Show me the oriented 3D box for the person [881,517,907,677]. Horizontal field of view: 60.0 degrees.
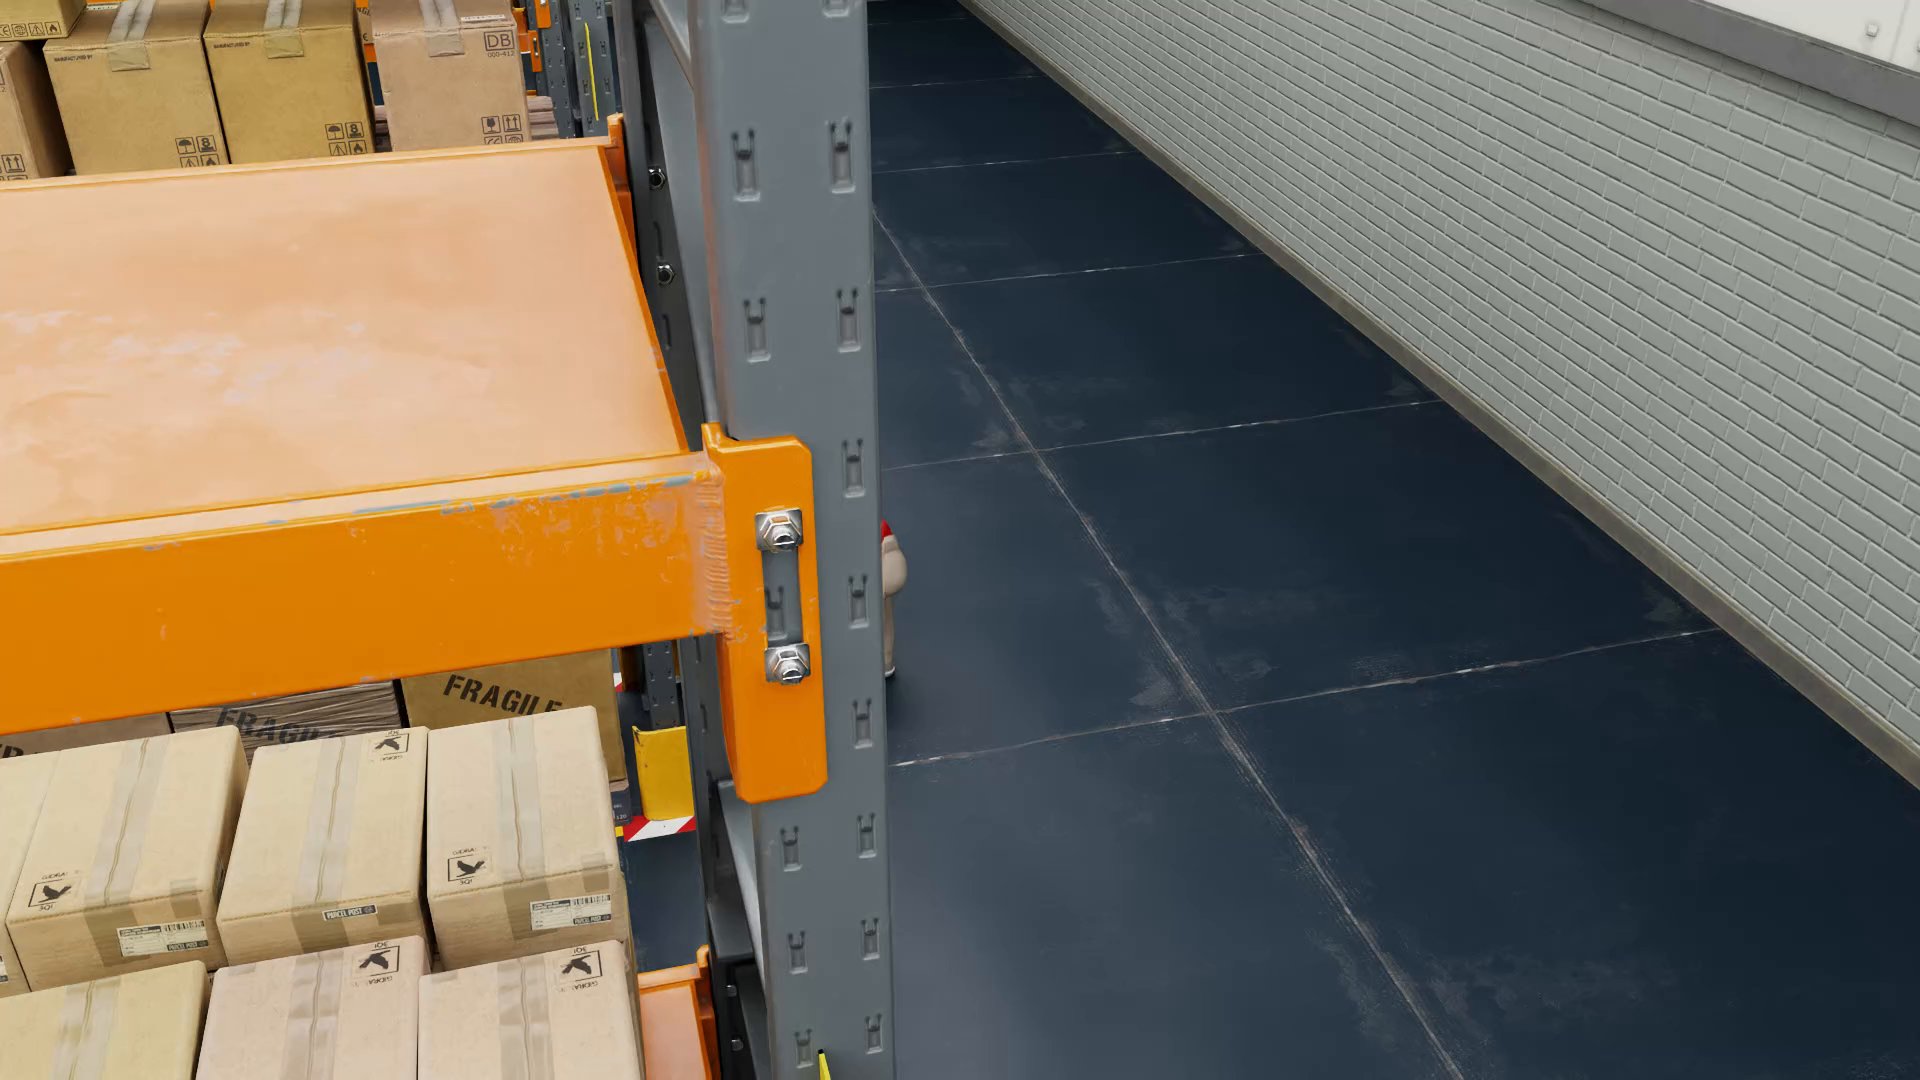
[{"bbox_3d":[-0.609,0.221,8.585,0.533,0.907,0.955,-13,33,-21],"label":"person"}]
